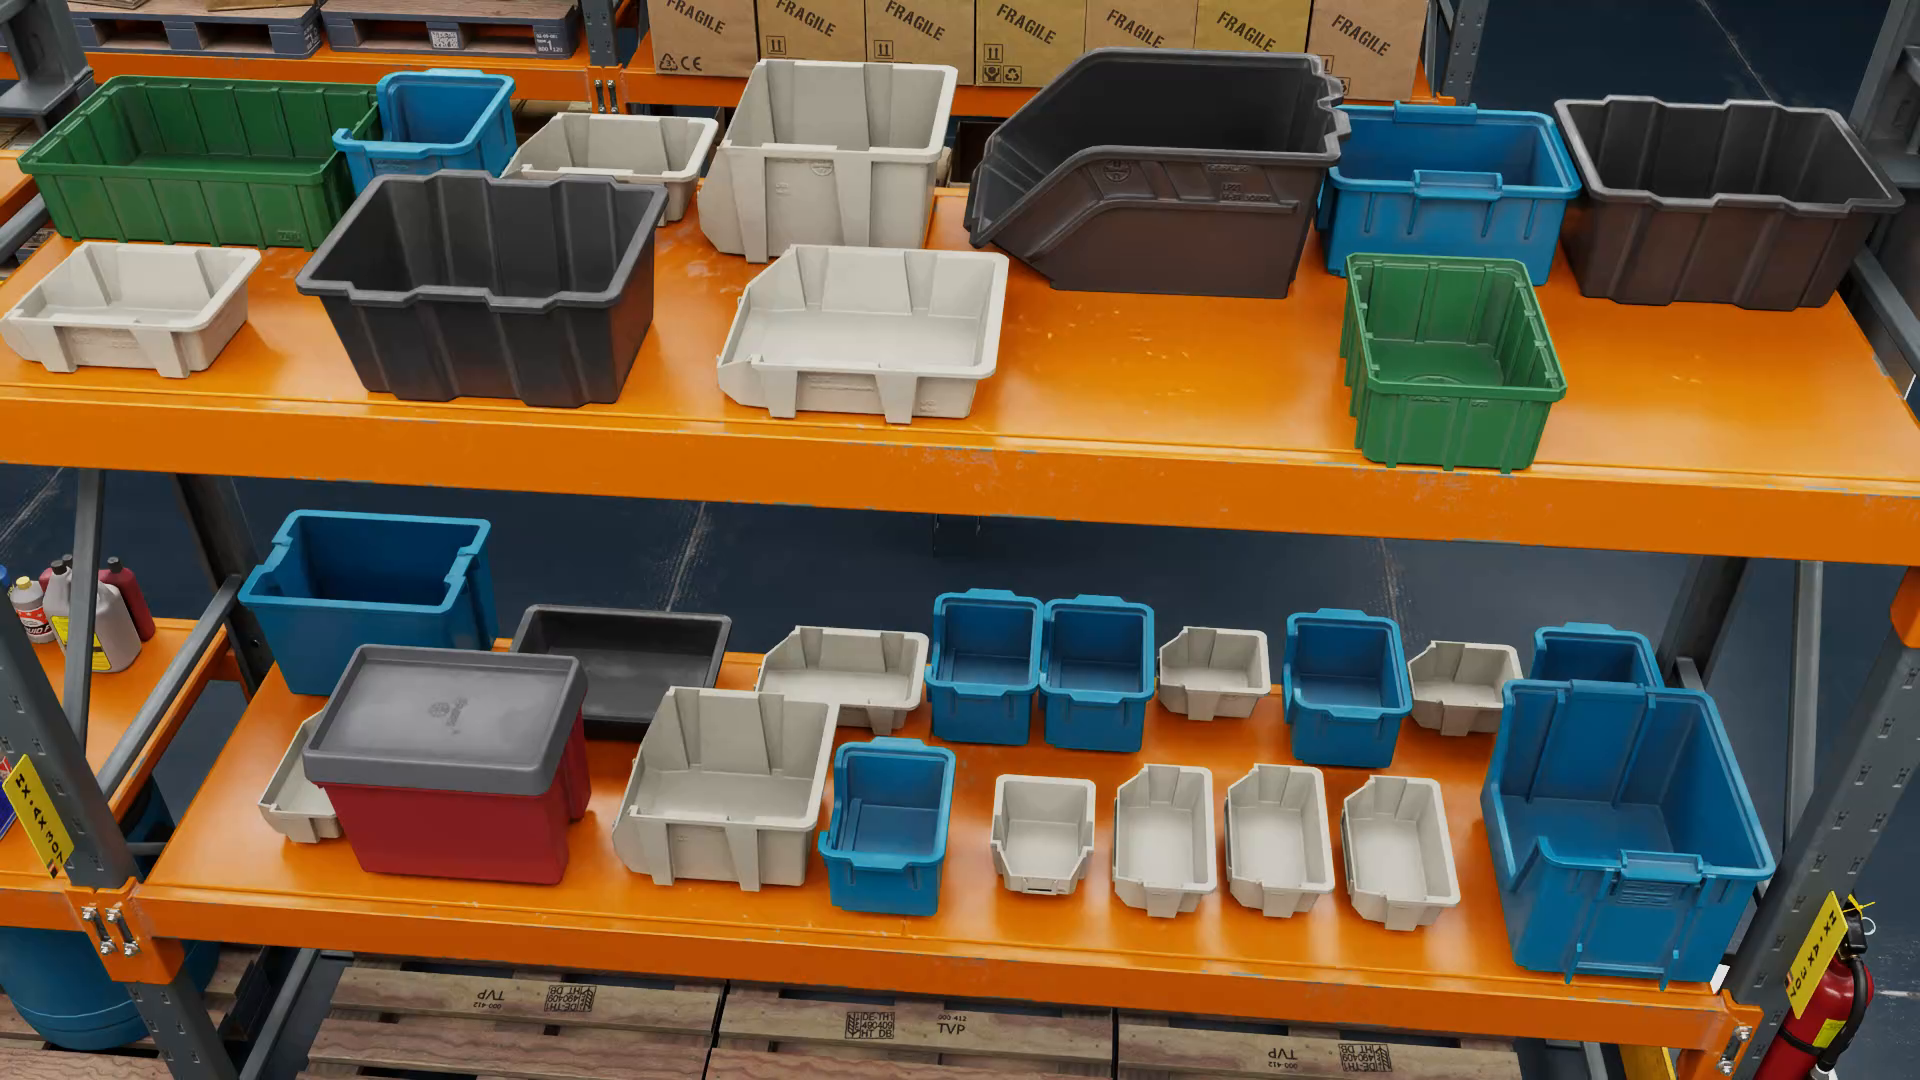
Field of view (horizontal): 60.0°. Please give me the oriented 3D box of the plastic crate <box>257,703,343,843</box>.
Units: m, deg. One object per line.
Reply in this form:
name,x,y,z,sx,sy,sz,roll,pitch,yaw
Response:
plastic crate,-1.637,0.601,4.297,0.243,0.136,0.396,3,39,4

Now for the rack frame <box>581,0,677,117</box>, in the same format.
rack frame,-1.658,-2.708,8.201,0.127,3.000,1.000,3,39,4

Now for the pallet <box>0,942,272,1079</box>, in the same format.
pallet,-2.854,1.420,5.338,1.213,0.211,1.003,3,39,4

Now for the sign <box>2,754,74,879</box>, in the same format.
sign,-2.138,0.645,3.862,0.005,0.325,0.100,3,39,4

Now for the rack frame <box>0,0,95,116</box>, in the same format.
rack frame,-2.089,-1.920,2.480,0.127,3.000,1.000,3,39,4

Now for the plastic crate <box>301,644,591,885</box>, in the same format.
plastic crate,-1.221,0.565,4.082,0.583,0.464,0.402,3,39,4

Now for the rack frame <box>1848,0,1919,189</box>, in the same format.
rack frame,1.896,-1.702,2.213,0.127,3.000,1.000,3,39,4

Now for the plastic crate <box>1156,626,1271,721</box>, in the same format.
plastic crate,0.691,0.377,4.573,0.298,0.136,0.250,3,39,4

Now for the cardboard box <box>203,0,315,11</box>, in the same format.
cardboard box,-3.423,-2.967,8.108,0.500,0.500,0.700,-6,40,-8

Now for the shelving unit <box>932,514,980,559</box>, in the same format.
shelving unit,-0.014,-0.466,6.872,0.189,1.200,0.258,3,39,4

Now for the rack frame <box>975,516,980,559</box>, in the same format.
rack frame,0.077,-0.461,6.866,0.006,1.200,0.240,3,39,4

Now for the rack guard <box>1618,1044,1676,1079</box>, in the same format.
rack guard,1.922,1.587,4.904,0.348,0.500,1.175,3,39,4

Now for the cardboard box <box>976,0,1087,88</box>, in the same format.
cardboard box,0.342,-2.467,7.825,0.500,0.500,0.500,3,39,3

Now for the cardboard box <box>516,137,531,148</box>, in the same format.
cardboard box,-2.174,-1.756,8.663,0.500,0.500,0.500,3,39,4

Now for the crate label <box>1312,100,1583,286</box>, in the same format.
crate label,1.005,-0.735,3.518,0.502,0.251,0.408,3,39,4

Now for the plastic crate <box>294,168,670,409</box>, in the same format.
plastic crate,-0.875,-0.466,3.174,0.590,0.269,0.497,3,39,4

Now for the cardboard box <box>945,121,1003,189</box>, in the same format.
cardboard box,0.215,-1.812,8.729,0.637,0.503,0.797,3,39,4

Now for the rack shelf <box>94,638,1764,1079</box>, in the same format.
rack shelf,-0.096,0.795,4.468,4.000,0.370,1.077,3,39,4

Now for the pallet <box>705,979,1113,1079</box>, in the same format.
pallet,-0.134,1.569,5.156,1.213,0.211,1.003,3,39,4

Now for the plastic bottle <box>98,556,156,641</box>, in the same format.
plastic bottle,-2.417,0.164,4.765,0.133,0.283,0.061,3,39,4

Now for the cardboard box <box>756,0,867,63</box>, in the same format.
cardboard box,-0.663,-2.522,7.893,0.500,0.500,0.500,4,39,5

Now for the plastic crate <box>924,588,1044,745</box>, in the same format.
plastic crate,0.068,0.358,4.520,0.300,0.233,0.416,3,39,4

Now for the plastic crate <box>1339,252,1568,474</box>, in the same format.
plastic crate,0.889,-0.331,3.072,0.336,0.188,0.450,3,39,4

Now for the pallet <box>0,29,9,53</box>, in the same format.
pallet,-4.961,-2.859,8.538,1.003,0.211,1.213,3,39,4

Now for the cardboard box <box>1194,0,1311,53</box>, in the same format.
cardboard box,1.341,-2.409,7.754,0.500,0.500,0.500,3,39,4

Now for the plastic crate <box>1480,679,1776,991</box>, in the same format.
plastic crate,1.547,0.687,3.955,0.499,0.435,0.616,3,39,4

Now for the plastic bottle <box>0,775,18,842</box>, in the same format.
plastic bottle,-2.509,0.637,4.190,0.135,0.276,0.152,3,39,4

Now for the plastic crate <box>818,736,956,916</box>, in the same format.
plastic crate,-0.172,0.716,4.080,0.300,0.233,0.416,3,39,4

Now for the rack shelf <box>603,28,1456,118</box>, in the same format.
rack shelf,0.335,-2.321,8.295,4.000,0.370,1.077,3,39,4

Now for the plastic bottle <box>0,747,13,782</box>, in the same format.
plastic bottle,-2.517,0.586,4.311,0.097,0.201,0.097,0,39,0

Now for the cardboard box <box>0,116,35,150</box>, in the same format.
cardboard box,-5.214,-1.923,8.868,0.500,0.500,0.500,5,39,6

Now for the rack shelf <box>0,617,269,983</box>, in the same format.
rack shelf,-4.081,0.577,4.735,4.000,0.370,1.077,3,39,4

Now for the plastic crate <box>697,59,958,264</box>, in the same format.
plastic crate,-0.285,-0.808,3.584,0.530,0.282,0.437,3,39,4

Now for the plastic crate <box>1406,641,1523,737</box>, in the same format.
plastic crate,1.366,0.413,4.527,0.298,0.136,0.250,3,39,4

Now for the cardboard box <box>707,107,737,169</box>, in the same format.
cardboard box,-1.065,-2.057,9.033,0.500,0.500,0.500,3,39,4

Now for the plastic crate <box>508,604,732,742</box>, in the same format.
plastic crate,-0.950,0.382,4.575,0.590,0.125,0.437,3,39,4

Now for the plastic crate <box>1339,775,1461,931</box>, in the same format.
plastic crate,1.068,0.773,4.086,0.243,0.136,0.396,3,39,4

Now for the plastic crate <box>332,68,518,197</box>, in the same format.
plastic crate,-1.154,-0.843,3.666,0.300,0.233,0.416,3,39,4

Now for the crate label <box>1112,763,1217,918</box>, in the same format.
crate label,0.501,0.748,4.116,0.243,0.136,0.396,3,39,4

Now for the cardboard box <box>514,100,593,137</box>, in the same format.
cardboard box,-2.118,-2.089,9.072,0.500,0.500,0.500,1,39,2

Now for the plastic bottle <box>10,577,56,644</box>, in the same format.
plastic bottle,-2.667,0.193,4.794,0.097,0.201,0.097,0,39,0

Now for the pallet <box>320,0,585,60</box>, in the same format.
pallet,-2.444,-2.746,8.400,1.213,0.211,1.003,3,39,4
